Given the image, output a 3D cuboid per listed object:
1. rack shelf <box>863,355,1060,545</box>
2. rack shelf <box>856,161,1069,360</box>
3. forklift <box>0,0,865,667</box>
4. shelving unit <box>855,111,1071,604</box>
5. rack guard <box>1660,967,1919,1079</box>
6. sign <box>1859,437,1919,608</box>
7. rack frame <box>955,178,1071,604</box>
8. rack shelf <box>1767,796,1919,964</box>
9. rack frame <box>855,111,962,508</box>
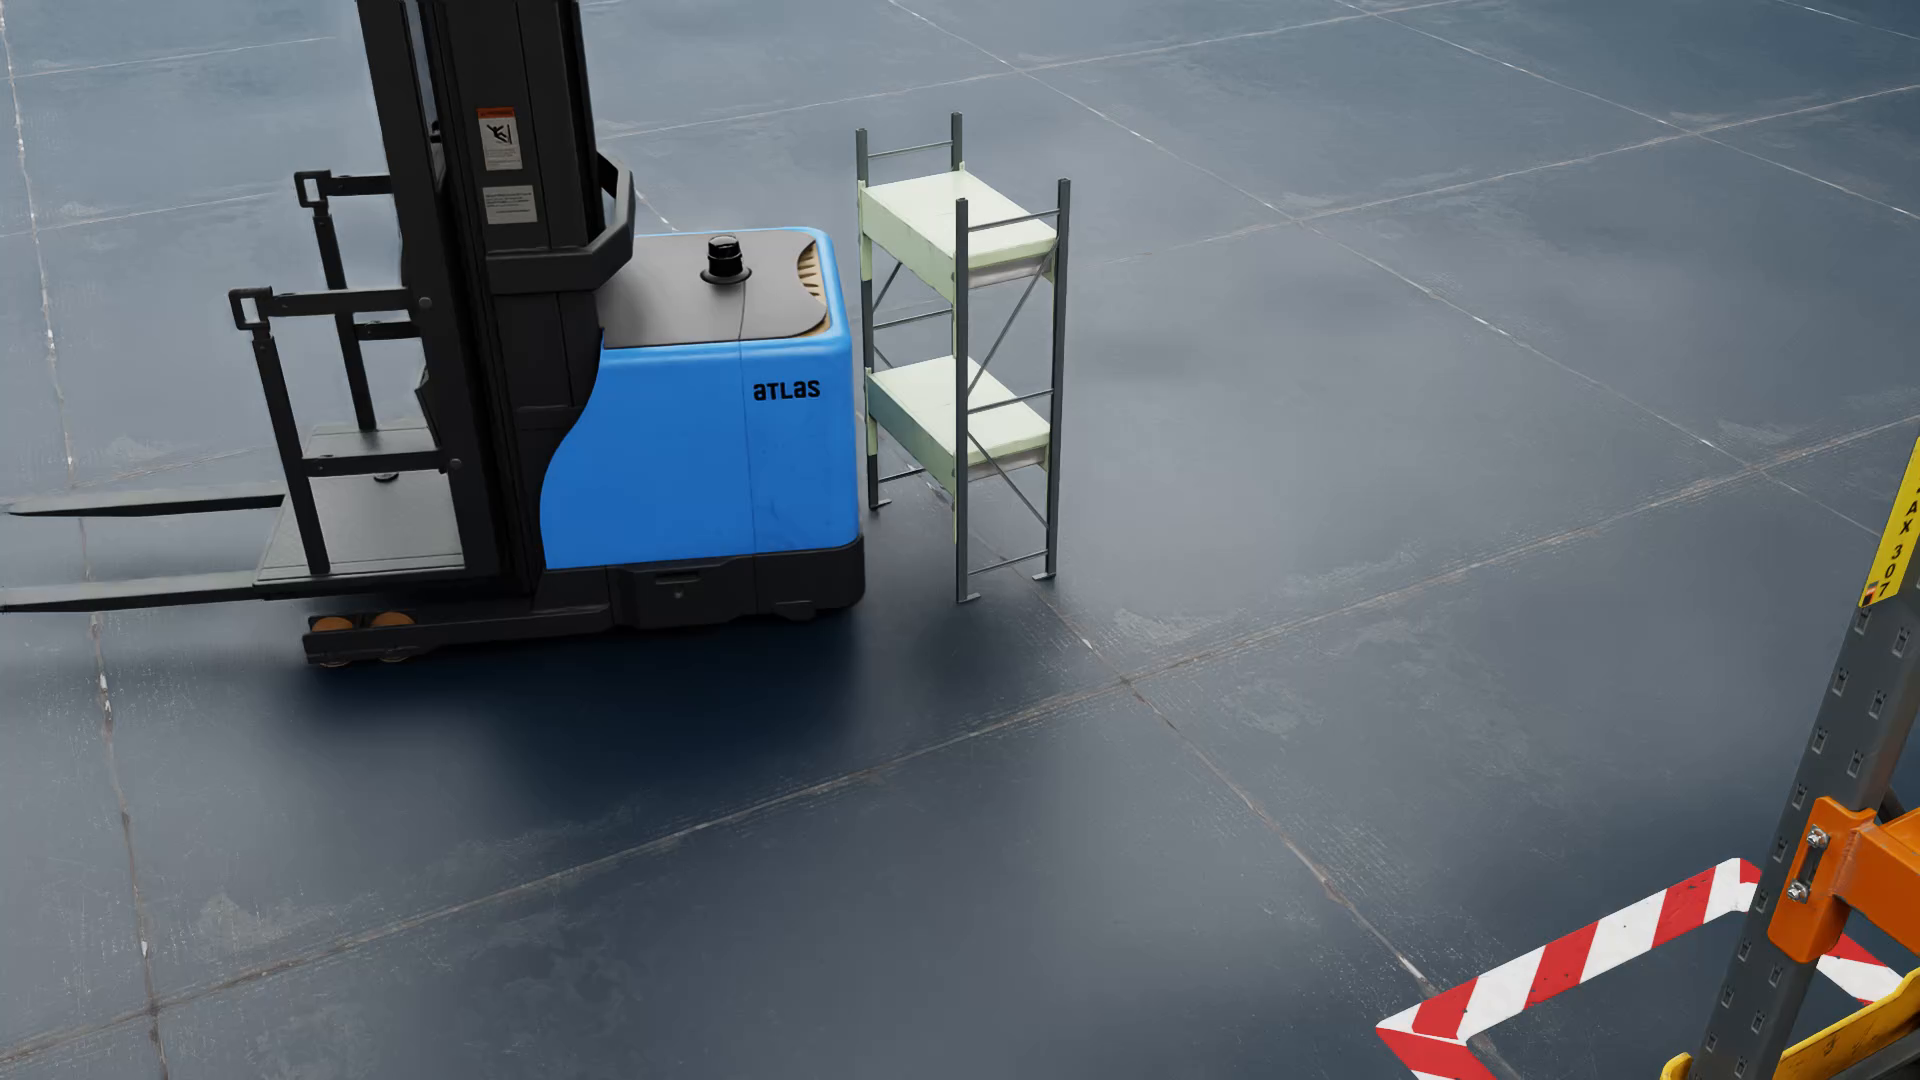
[{"bbox_3d":[-0.003,-0.360,6.026,0.431,0.370,0.720,-16,36,-23],"label":"rack shelf"},{"bbox_3d":[-0.003,-0.963,5.640,0.431,0.370,0.720,-16,36,-23],"label":"rack shelf"},{"bbox_3d":[-1.892,-1.113,5.270,3.031,2.935,1.130,-4,33,-7],"label":"forklift"},{"bbox_3d":[-0.003,-0.635,5.850,0.431,1.500,0.755,-16,36,-23],"label":"shelving unit"},{"bbox_3d":[2.069,1.281,3.787,1.175,0.500,0.348,-16,36,-23],"label":"rack guard"},{"bbox_3d":[1.553,-0.036,2.723,0.100,0.325,0.005,-16,36,-23],"label":"sign"},{"bbox_3d":[0.168,-0.460,5.578,0.400,1.500,0.023,-16,36,-23],"label":"rack frame"},{"bbox_3d":[2.966,1.449,1.874,1.077,0.370,4.000,-16,36,-23],"label":"rack shelf"},{"bbox_3d":[-0.174,-0.809,6.123,0.400,1.500,0.023,-16,36,-23],"label":"rack frame"}]
